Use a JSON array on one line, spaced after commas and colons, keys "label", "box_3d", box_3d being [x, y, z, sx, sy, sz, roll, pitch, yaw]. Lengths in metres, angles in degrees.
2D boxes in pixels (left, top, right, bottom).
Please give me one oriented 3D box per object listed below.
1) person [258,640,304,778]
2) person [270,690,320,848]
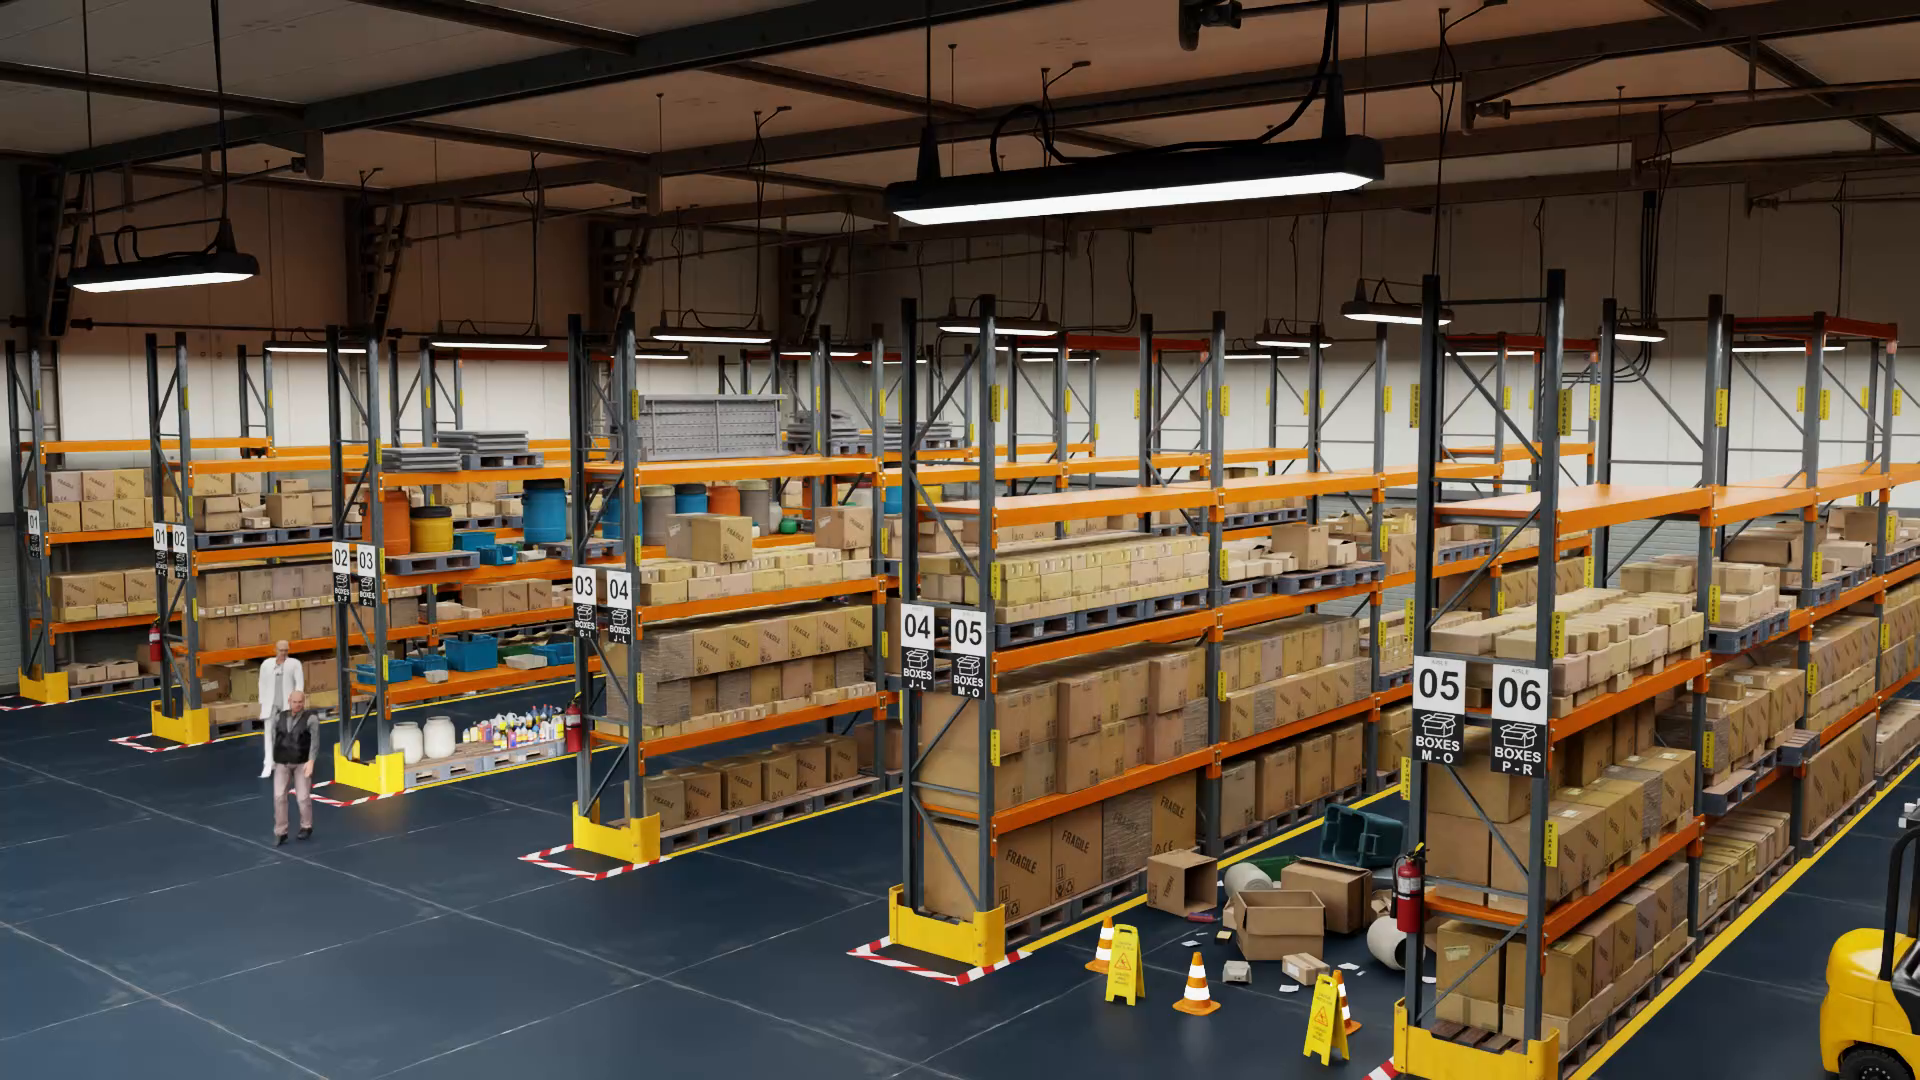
[{"label": "person", "box_3d": [-9.231, 2.273, 22.583, 0.603, 1.794, 0.859, -1, 5, -16]}, {"label": "person", "box_3d": [-7.635, 2.619, 19.042, 0.565, 1.770, 0.599, 0, 5, -5]}]
